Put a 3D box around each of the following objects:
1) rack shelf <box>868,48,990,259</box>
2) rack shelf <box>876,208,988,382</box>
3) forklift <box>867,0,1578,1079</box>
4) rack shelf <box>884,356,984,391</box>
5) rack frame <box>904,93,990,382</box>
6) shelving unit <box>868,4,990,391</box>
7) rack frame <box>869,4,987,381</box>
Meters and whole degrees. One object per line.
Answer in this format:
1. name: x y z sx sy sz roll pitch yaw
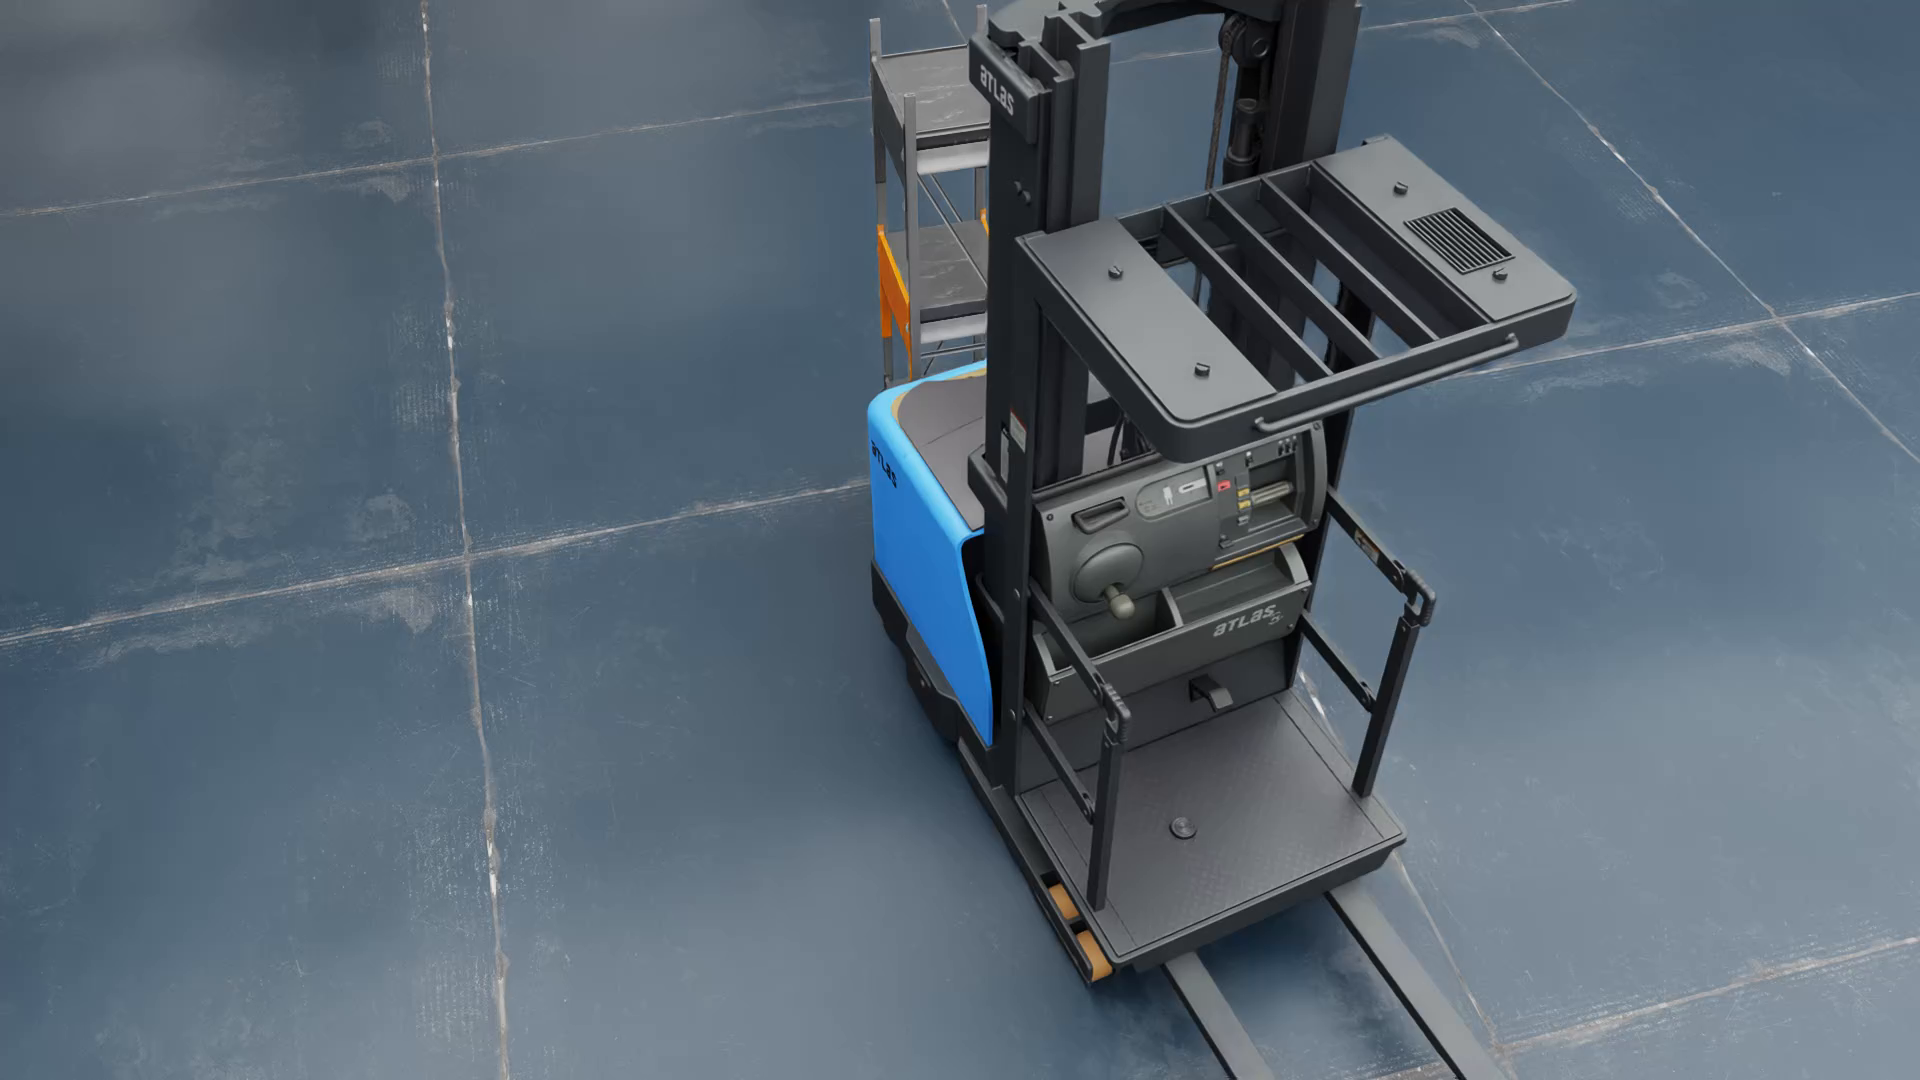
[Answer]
1. rack shelf: -0.042 -1.330 5.622 0.431 0.518 0.480 -11 47 -10
2. rack shelf: -0.042 -0.840 6.122 0.431 0.518 0.480 -11 47 -10
3. forklift: 0.751 0.028 4.670 1.130 2.935 3.031 -19 48 -17
4. rack shelf: -0.042 -0.350 6.622 0.431 0.518 0.480 -11 47 -10
5. rack frame: 0.020 -0.681 5.947 0.400 2.100 0.015 -11 47 -10
6. shelving unit: -0.042 -0.849 6.112 0.431 2.100 0.503 -11 47 -10
7. rack frame: -0.105 -1.018 6.277 0.400 2.100 0.015 -11 47 -10
